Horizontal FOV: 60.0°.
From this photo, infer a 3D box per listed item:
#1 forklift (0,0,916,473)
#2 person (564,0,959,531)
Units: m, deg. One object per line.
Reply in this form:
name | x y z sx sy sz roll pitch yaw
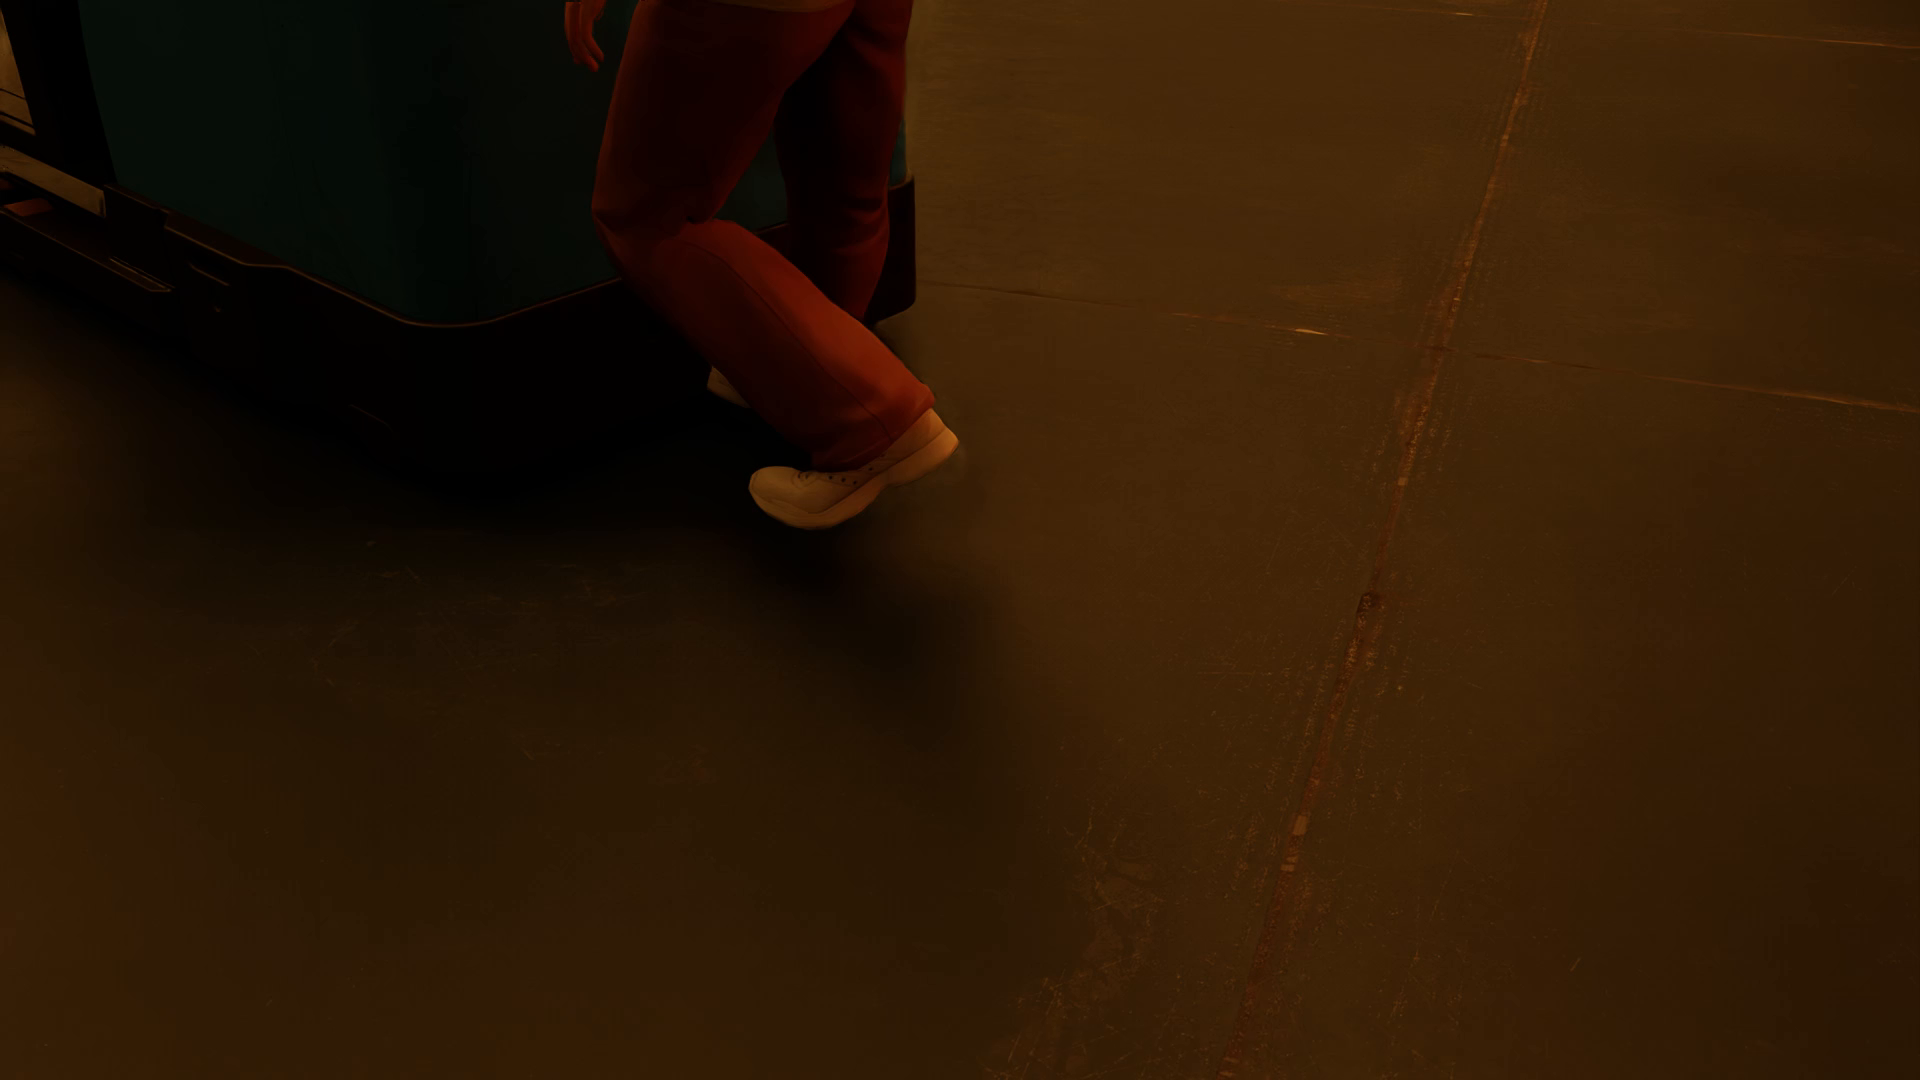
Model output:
forklift | -1.515 -1.984 3.028 3.031 2.935 1.130 24 37 36
person | -0.301 -0.755 2.123 0.704 1.610 0.634 19 35 30
